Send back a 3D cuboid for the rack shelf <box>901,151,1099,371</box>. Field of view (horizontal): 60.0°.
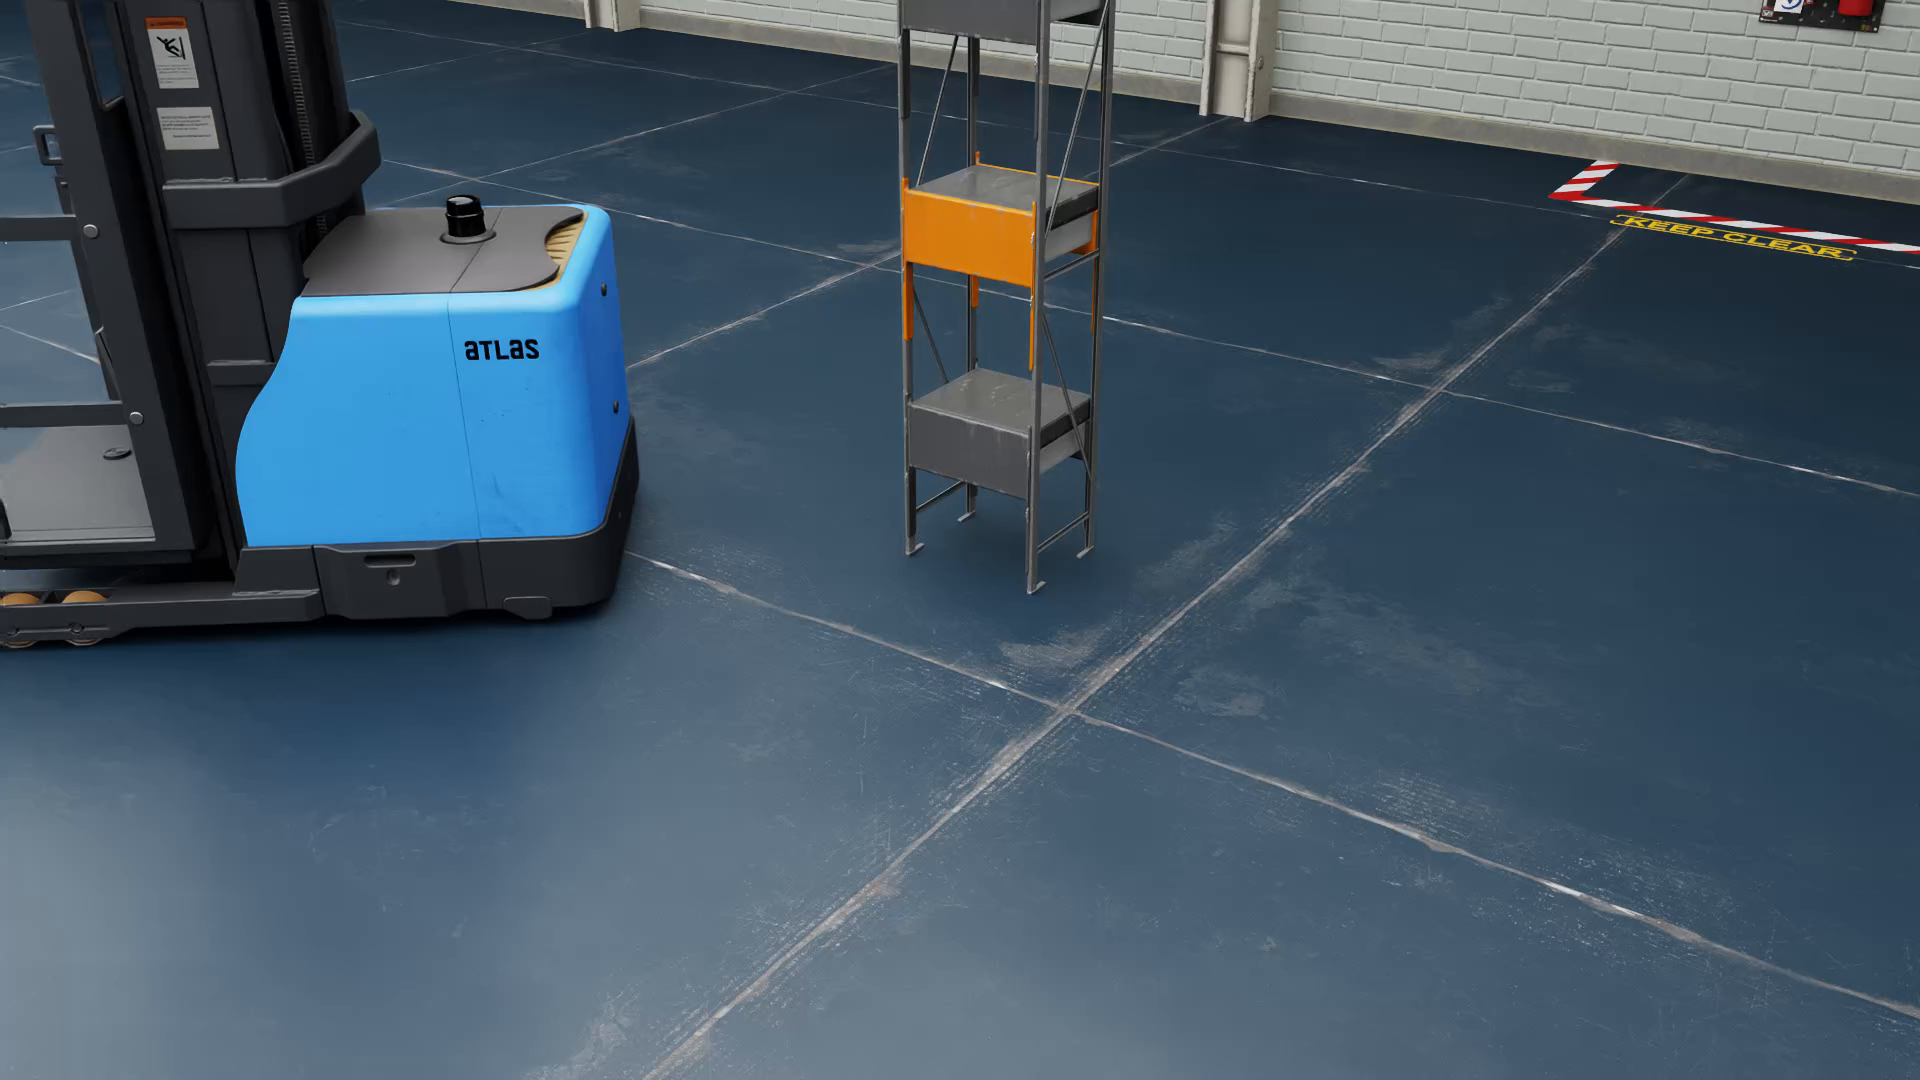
[{"bbox_3d":[0.136,-0.881,5.196,0.480,0.518,0.431,17,32,30],"label":"rack shelf"}]

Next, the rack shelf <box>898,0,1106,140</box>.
[{"bbox_3d":[0.136,-1.505,4.879,0.480,0.518,0.431,17,32,30],"label":"rack shelf"}]

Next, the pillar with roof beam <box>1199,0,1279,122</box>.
[{"bbox_3d":[-0.526,-5.366,6.372,0.400,9.000,9.100,17,32,30],"label":"pillar with roof beam"}]

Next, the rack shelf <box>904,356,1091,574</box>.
[{"bbox_3d":[0.136,-0.257,5.514,0.480,0.518,0.431,17,32,30],"label":"rack shelf"}]

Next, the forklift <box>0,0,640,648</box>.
[{"bbox_3d":[-2.641,-1.224,4.923,3.031,2.935,1.130,-2,27,-4],"label":"forklift"}]

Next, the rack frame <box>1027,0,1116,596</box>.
[{"bbox_3d":[0.338,-0.831,5.067,0.015,2.100,0.400,17,32,30],"label":"rack frame"}]

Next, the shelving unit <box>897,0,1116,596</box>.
[{"bbox_3d":[0.136,-0.893,5.190,0.503,2.100,0.431,17,32,30],"label":"shelving unit"}]

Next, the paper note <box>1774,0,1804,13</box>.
[{"bbox_3d":[4.735,-3.089,9.483,0.142,0.148,0.016,17,32,30],"label":"paper note"}]

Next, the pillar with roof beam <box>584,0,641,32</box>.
[{"bbox_3d":[-5.472,-6.907,9.400,0.400,9.000,9.100,17,32,30],"label":"pillar with roof beam"}]

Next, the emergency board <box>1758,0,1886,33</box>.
[{"bbox_3d":[4.842,-3.410,9.143,0.643,1.169,0.194,17,32,30],"label":"emergency board"}]

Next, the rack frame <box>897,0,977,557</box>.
[{"bbox_3d":[-0.065,-0.956,5.313,0.015,2.100,0.400,17,32,30],"label":"rack frame"}]
